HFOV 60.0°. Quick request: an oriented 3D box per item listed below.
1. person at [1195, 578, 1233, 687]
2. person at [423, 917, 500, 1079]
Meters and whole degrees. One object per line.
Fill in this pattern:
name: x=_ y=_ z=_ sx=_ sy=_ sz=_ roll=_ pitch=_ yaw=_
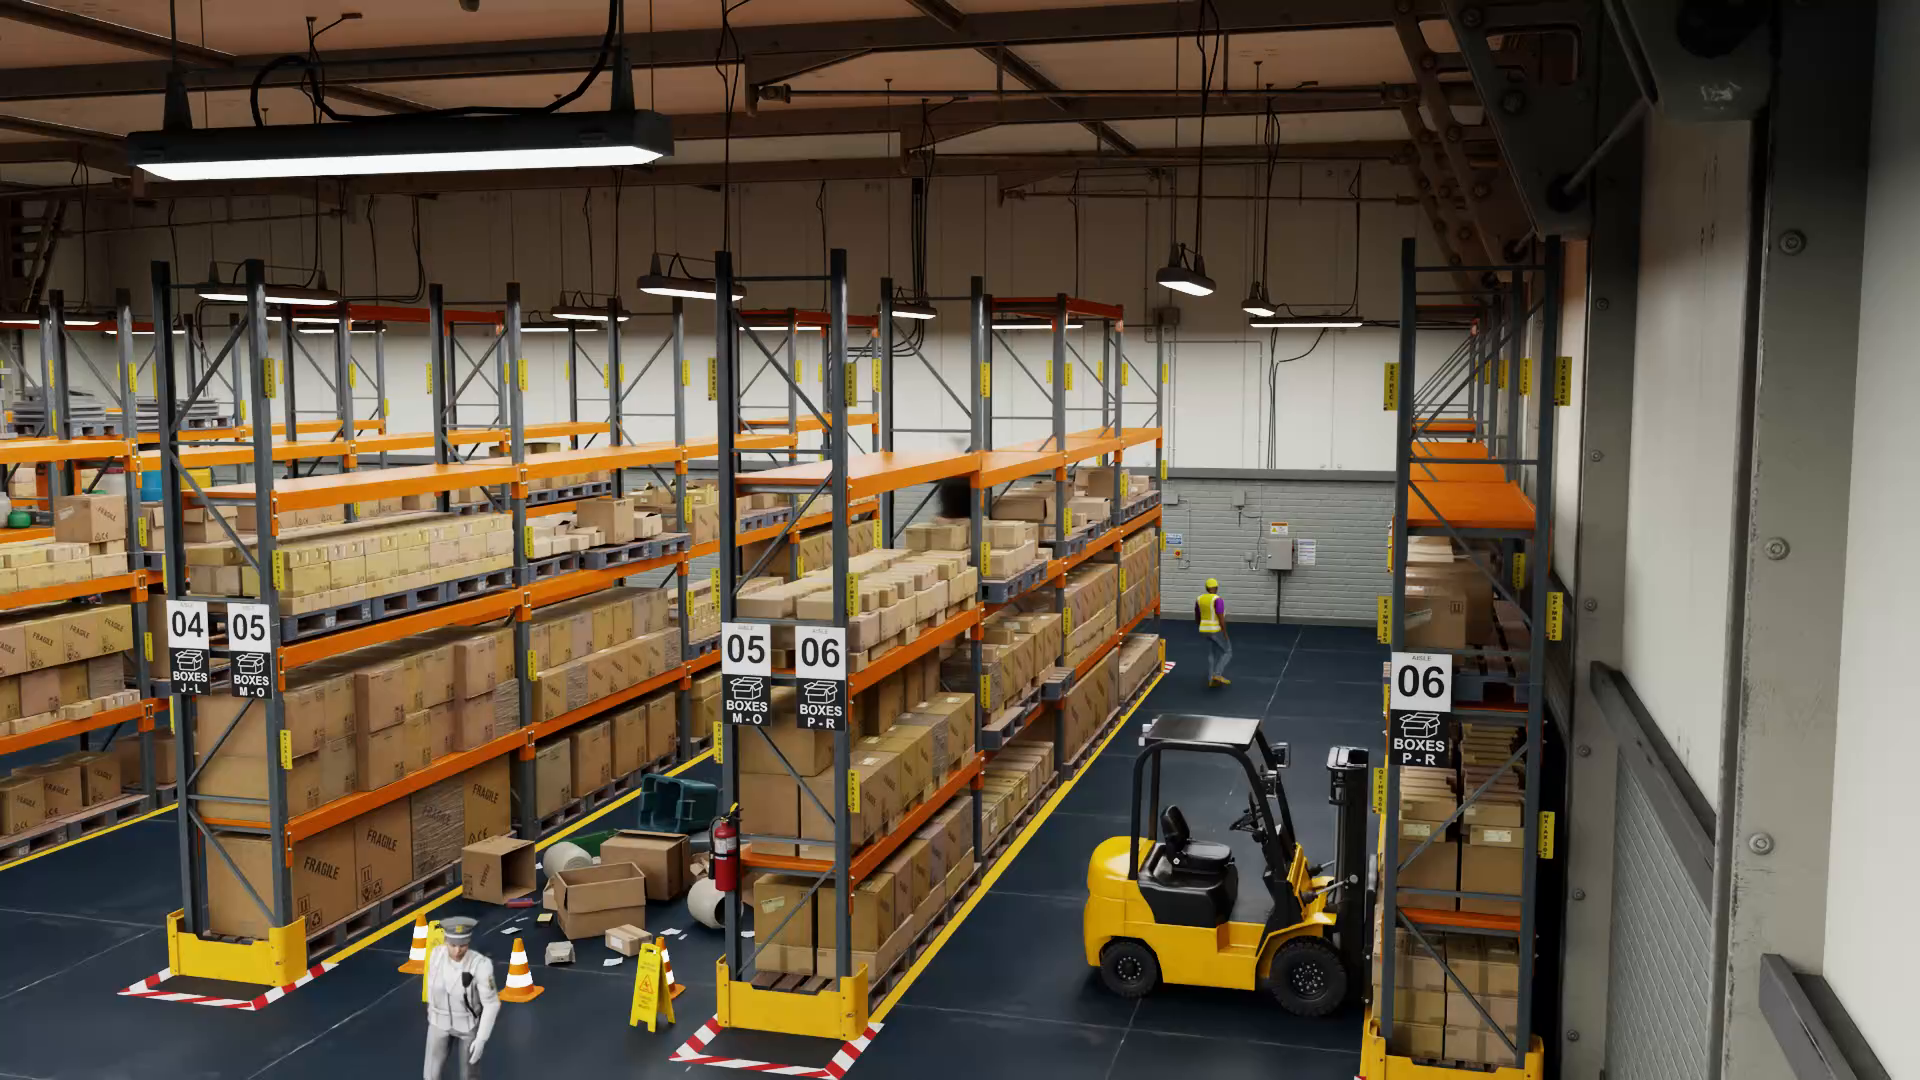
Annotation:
person: x=4.100 y=1.491 z=26.758 sx=0.462 sy=1.745 sz=0.787 roll=-5 pitch=8 yaw=-42
person: x=-3.275 y=3.229 z=10.962 sx=0.553 sy=1.637 sz=0.782 roll=0 pitch=6 yaw=-3
